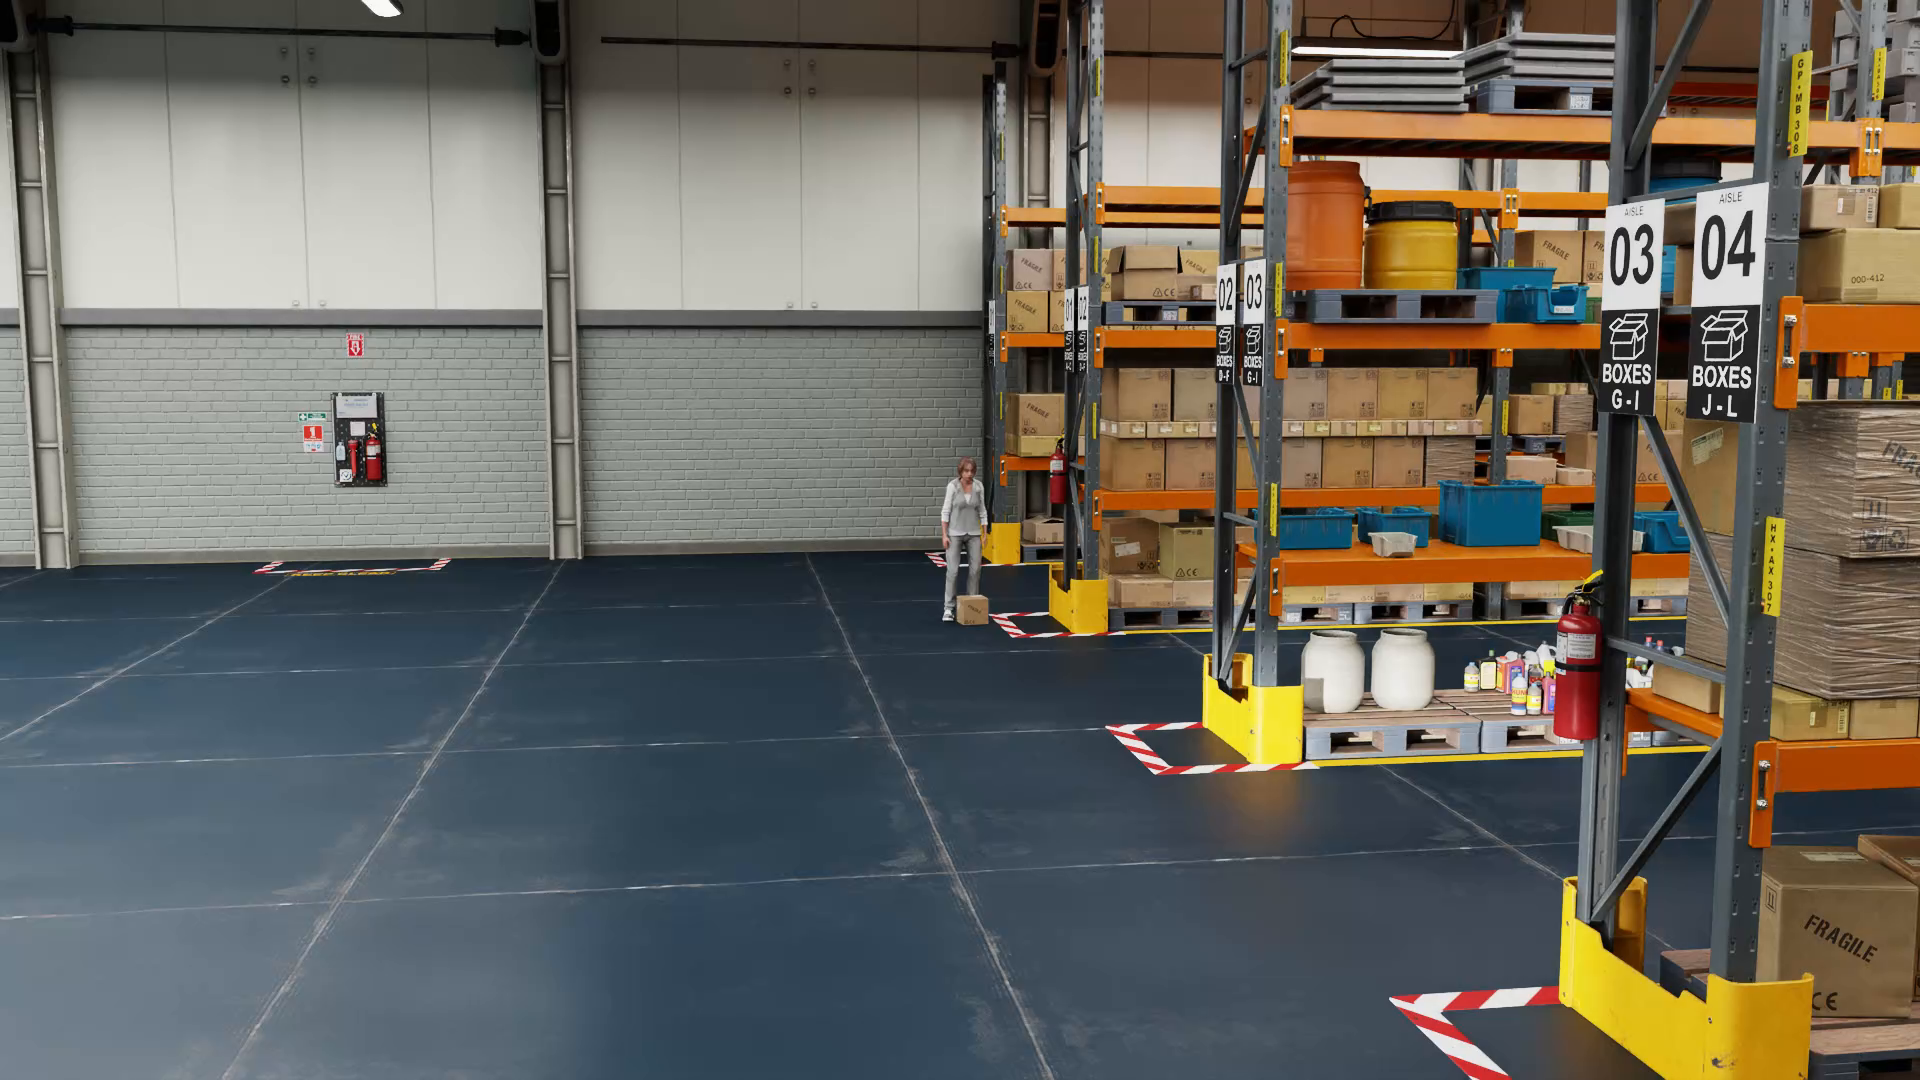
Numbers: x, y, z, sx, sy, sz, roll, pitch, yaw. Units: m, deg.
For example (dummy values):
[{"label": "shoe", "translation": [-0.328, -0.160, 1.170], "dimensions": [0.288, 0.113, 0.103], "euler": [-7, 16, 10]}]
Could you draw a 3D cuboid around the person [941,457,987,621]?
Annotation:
[{"label": "person", "translation": [0.044, -0.019, 16.190], "dimensions": [0.465, 1.592, 0.345], "euler": [-2, 7, -13]}]
